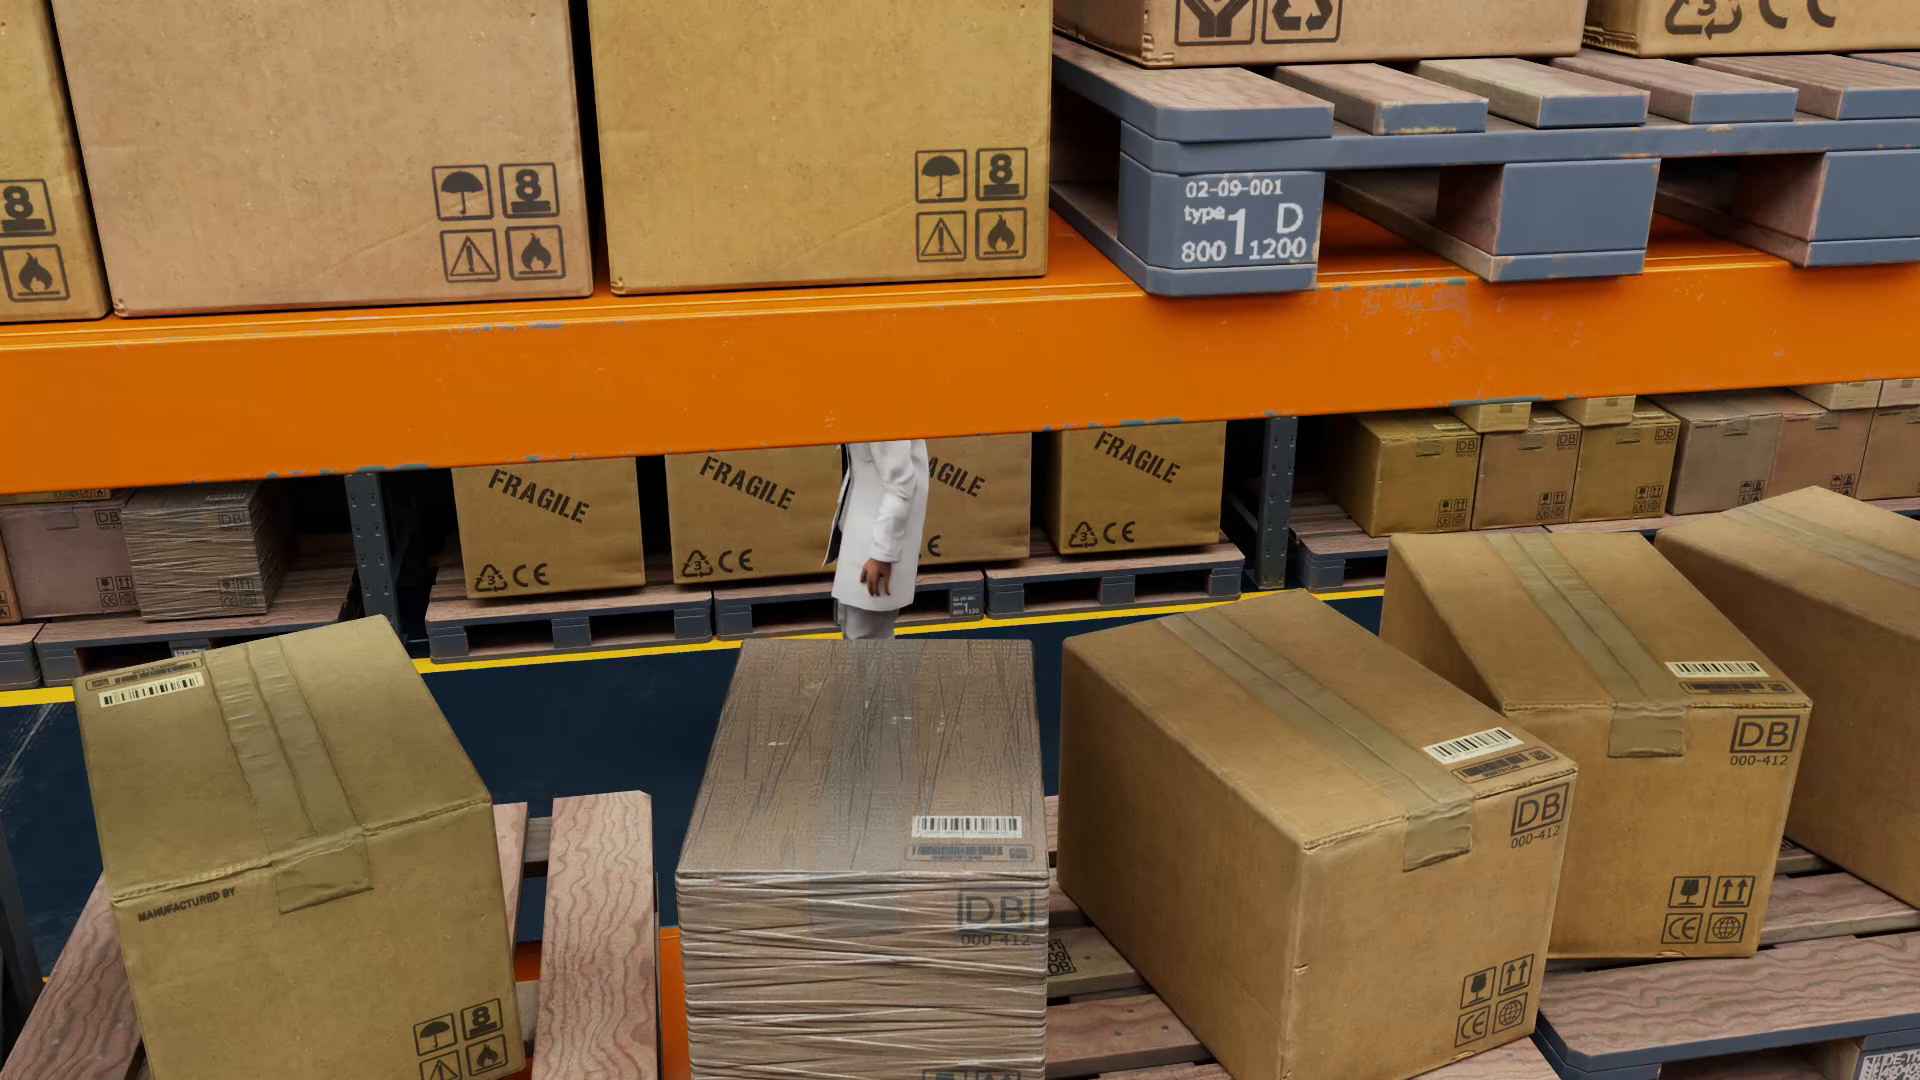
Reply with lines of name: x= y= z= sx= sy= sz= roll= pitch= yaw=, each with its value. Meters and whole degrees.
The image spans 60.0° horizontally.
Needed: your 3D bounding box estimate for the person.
person: x=-0.337 y=-0.026 z=6.180 sx=0.429 sy=1.772 sz=0.645 roll=-6 pitch=24 yaw=-13
